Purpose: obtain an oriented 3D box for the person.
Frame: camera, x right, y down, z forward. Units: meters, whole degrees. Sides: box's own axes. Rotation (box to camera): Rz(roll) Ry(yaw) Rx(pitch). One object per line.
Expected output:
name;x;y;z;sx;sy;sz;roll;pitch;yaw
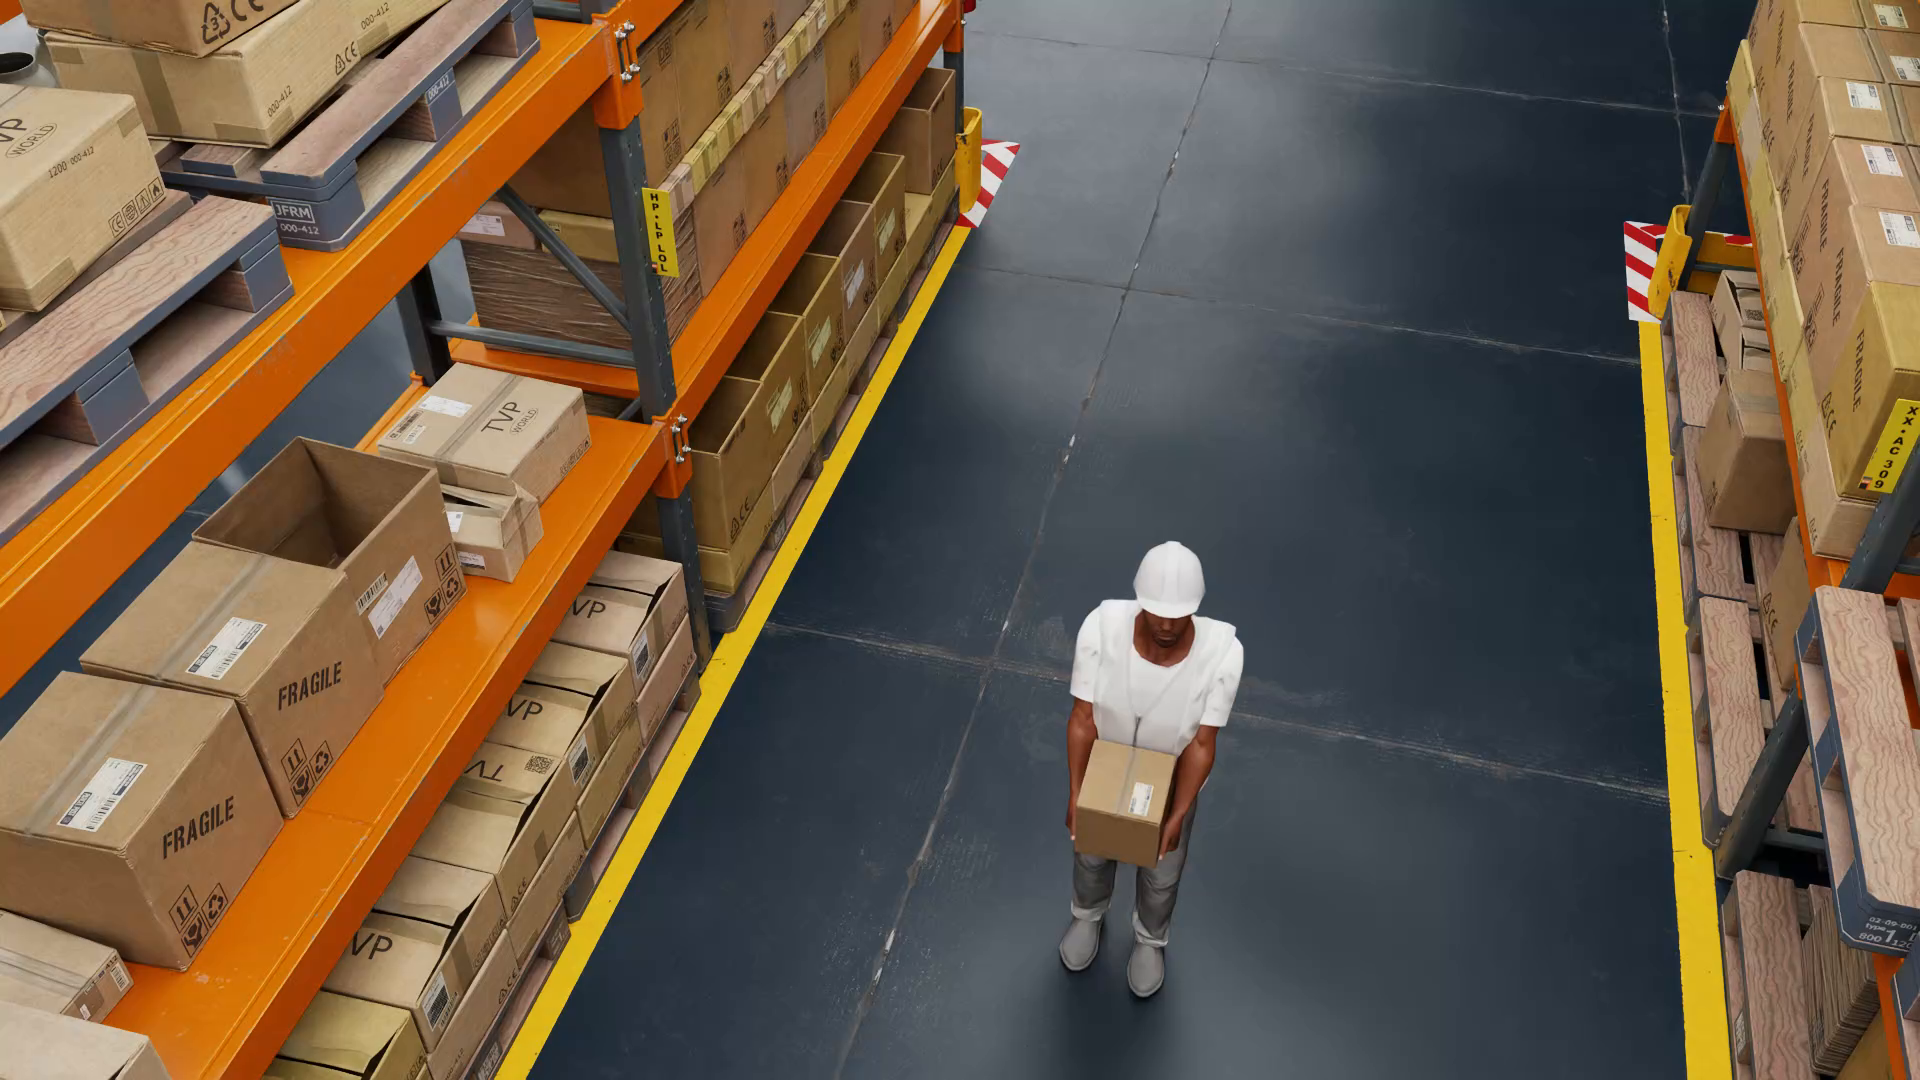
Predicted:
person;0.552;0.792;5.226;0.485;1.759;0.572;11;42;12
